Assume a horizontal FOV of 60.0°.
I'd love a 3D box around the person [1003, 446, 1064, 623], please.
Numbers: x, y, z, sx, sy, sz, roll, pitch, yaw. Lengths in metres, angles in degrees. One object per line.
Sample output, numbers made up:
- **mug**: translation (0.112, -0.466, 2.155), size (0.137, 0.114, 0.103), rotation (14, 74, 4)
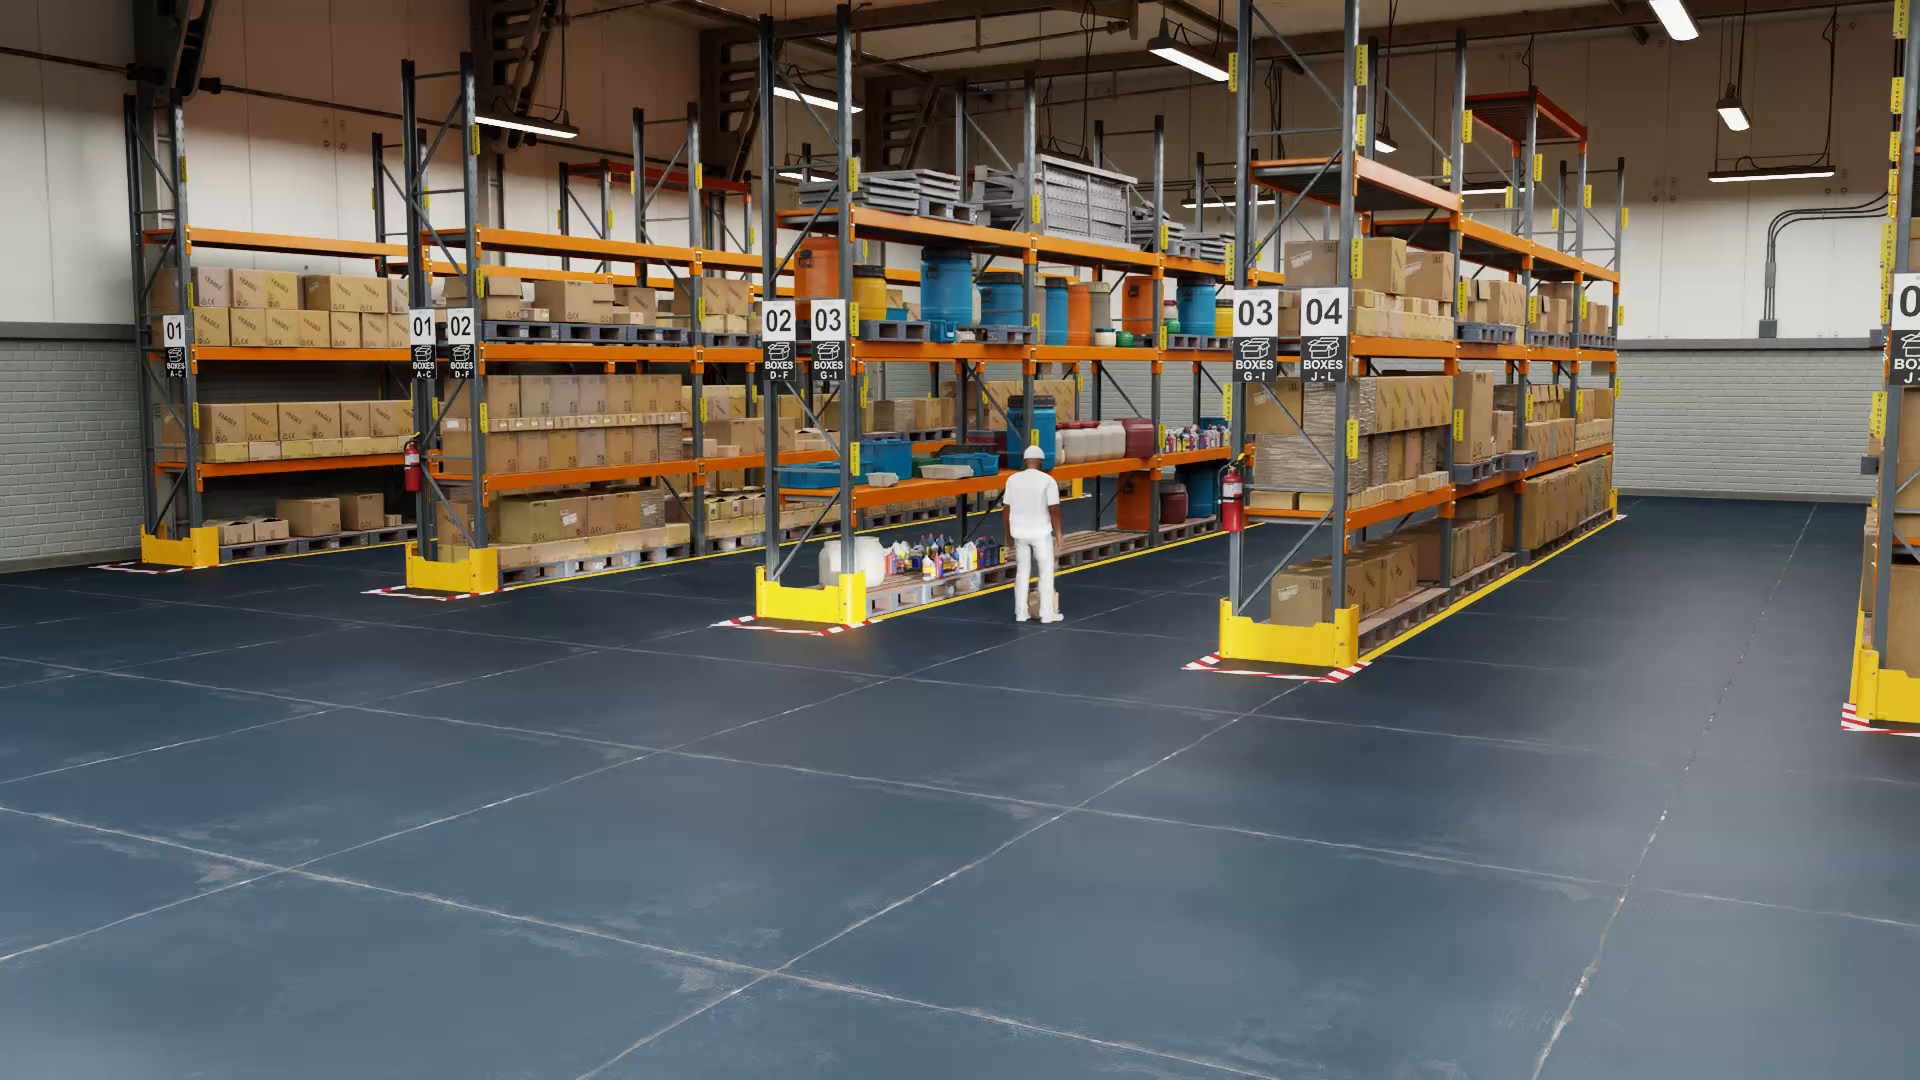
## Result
- **person**: translation (0.737, -0.064, 16.682), size (0.626, 1.759, 0.463), rotation (3, 7, 26)
